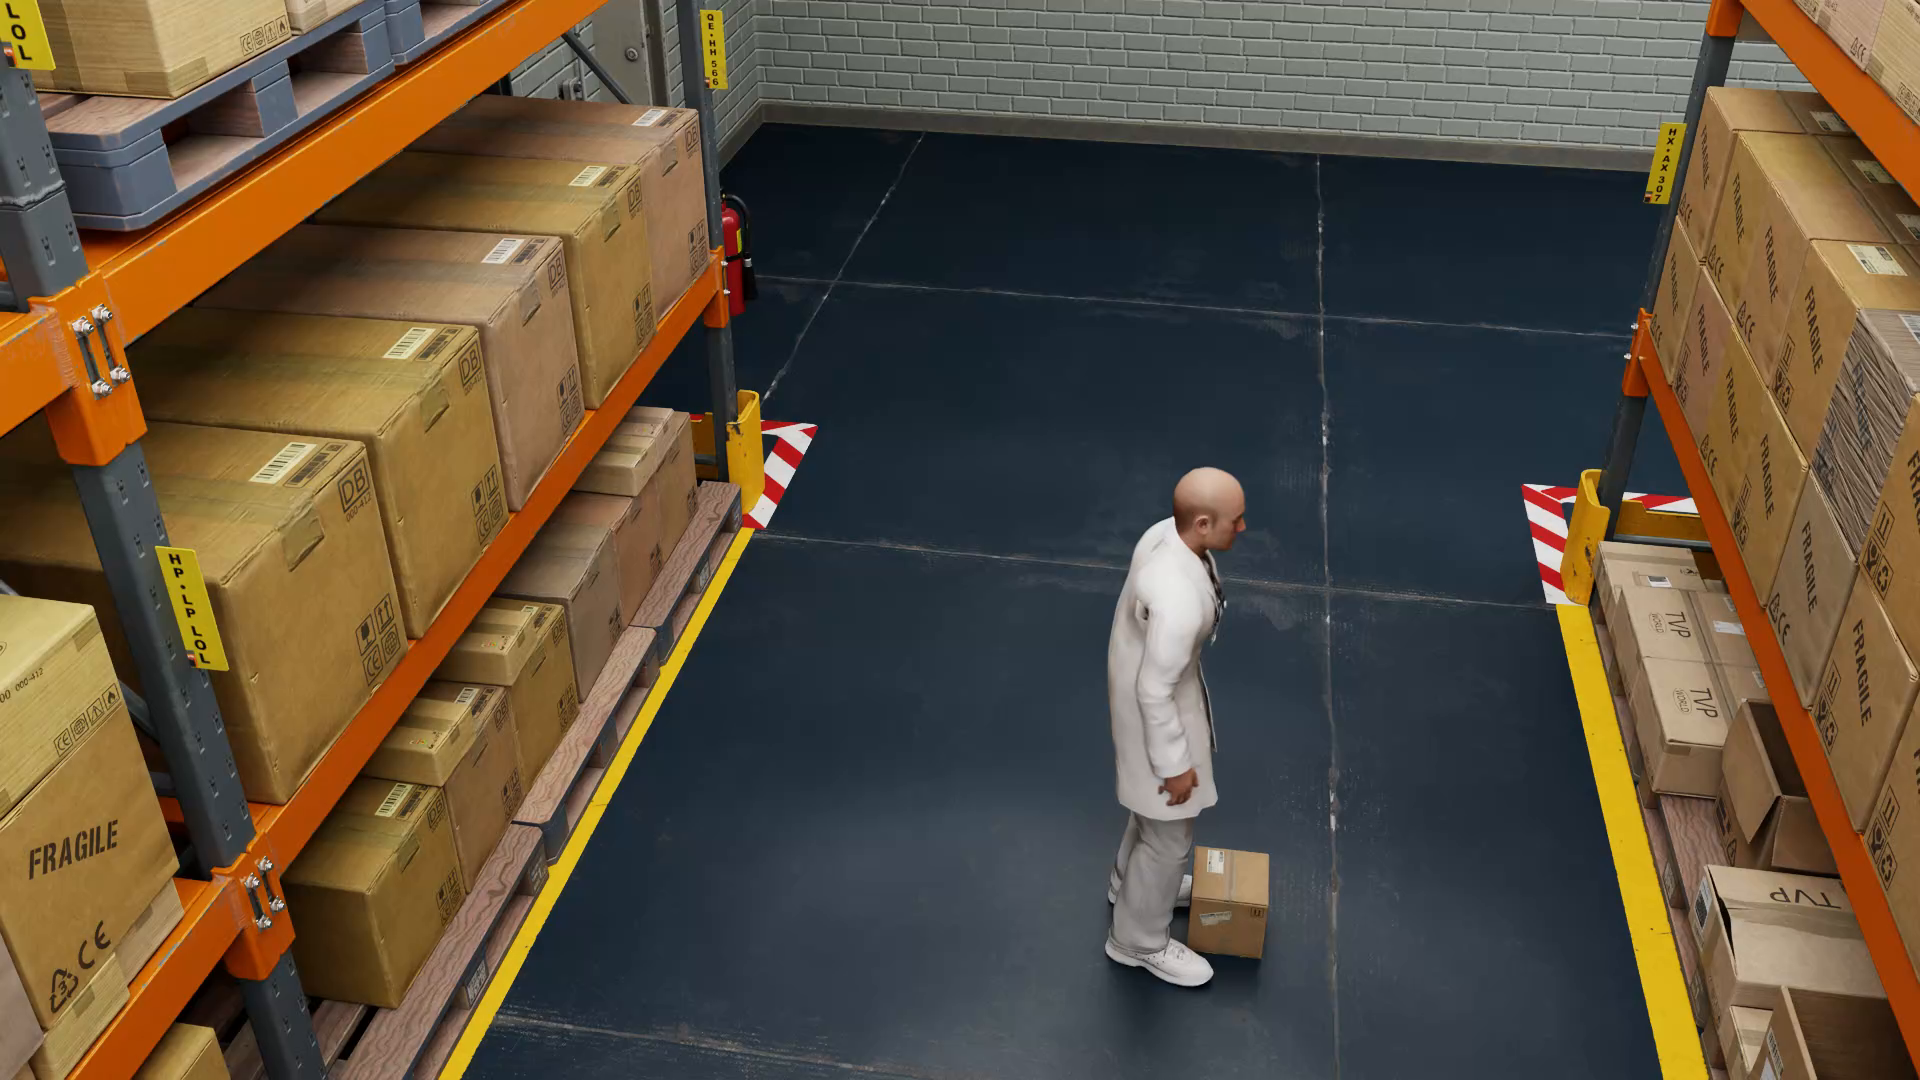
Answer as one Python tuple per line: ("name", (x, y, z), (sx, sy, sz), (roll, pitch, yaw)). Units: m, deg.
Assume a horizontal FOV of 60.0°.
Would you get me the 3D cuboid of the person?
("person", (0.665, 0.561, 5.253), (0.417, 1.774, 0.650), (5, 32, 8))
